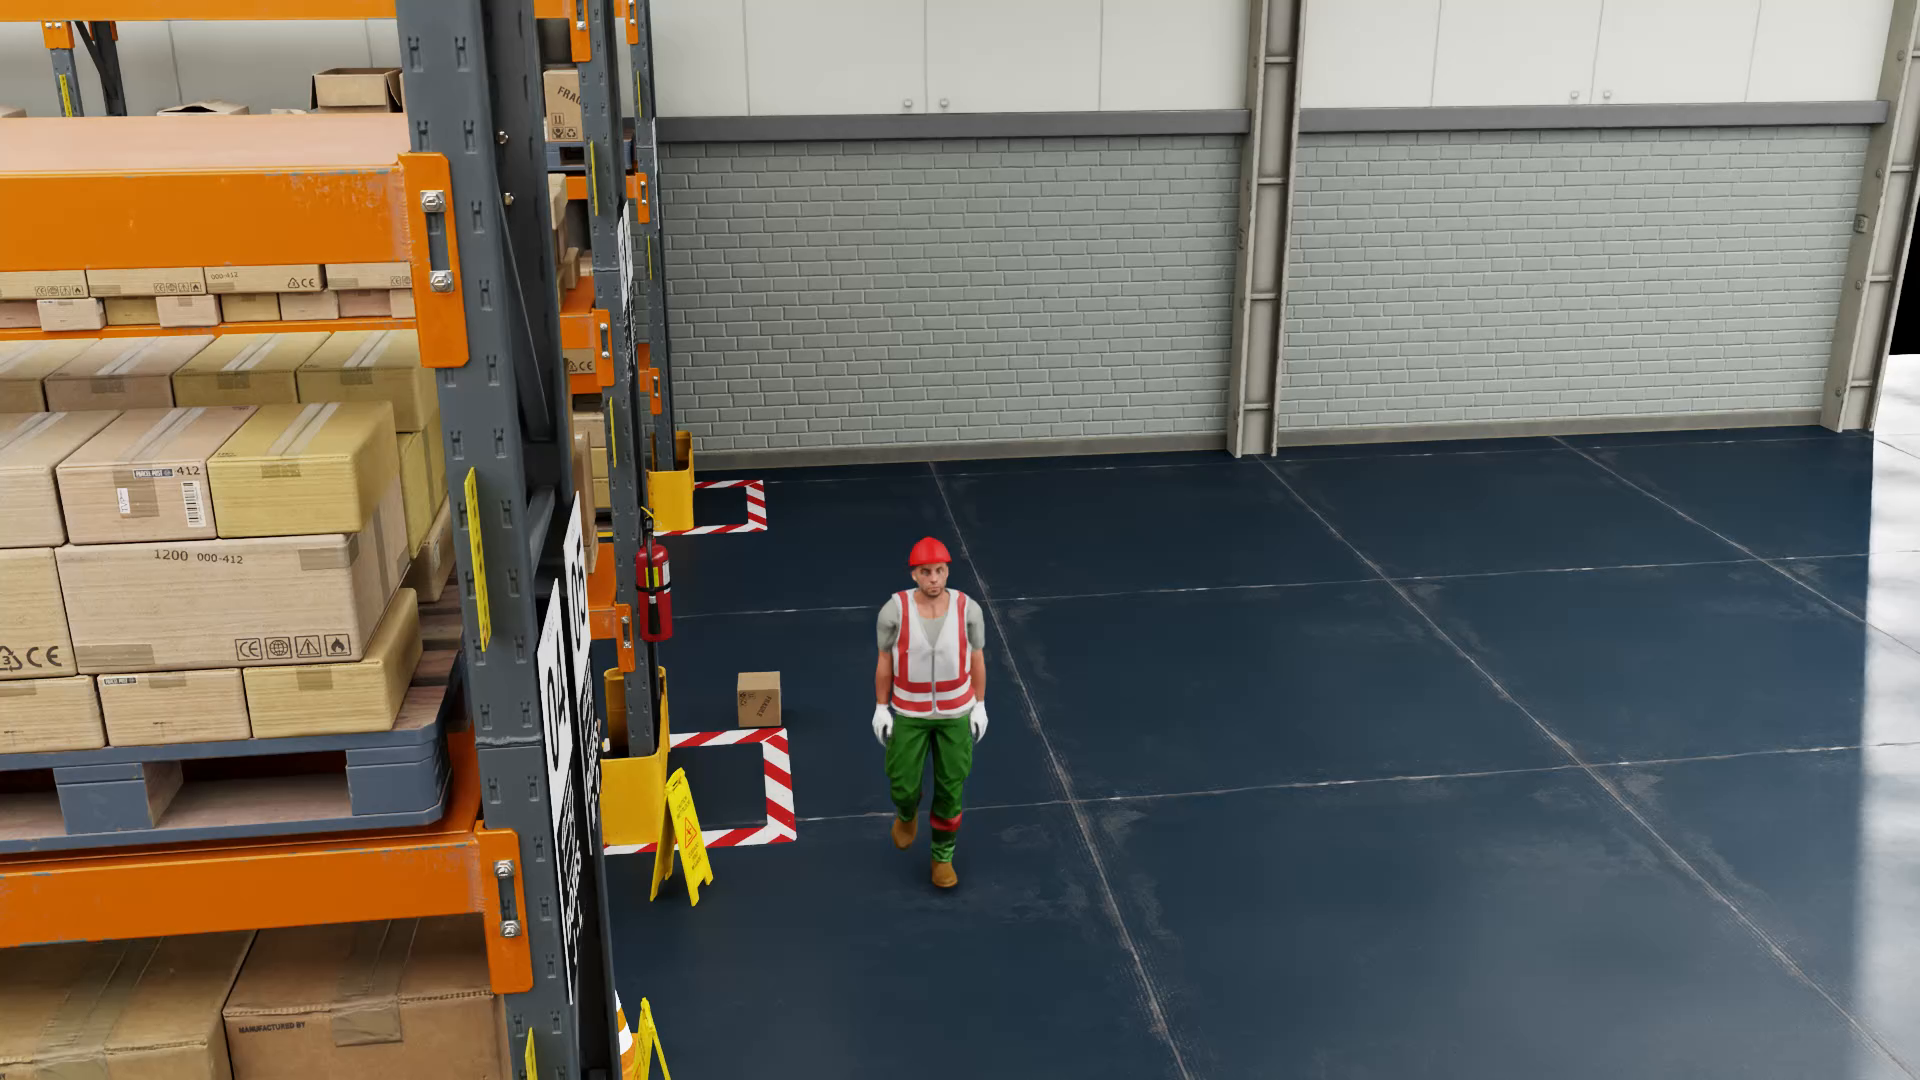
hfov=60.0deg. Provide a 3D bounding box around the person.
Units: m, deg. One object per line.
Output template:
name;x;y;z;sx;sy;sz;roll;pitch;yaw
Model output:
person;-0.147;0.824;8.177;0.570;1.780;0.535;-2;20;-6
